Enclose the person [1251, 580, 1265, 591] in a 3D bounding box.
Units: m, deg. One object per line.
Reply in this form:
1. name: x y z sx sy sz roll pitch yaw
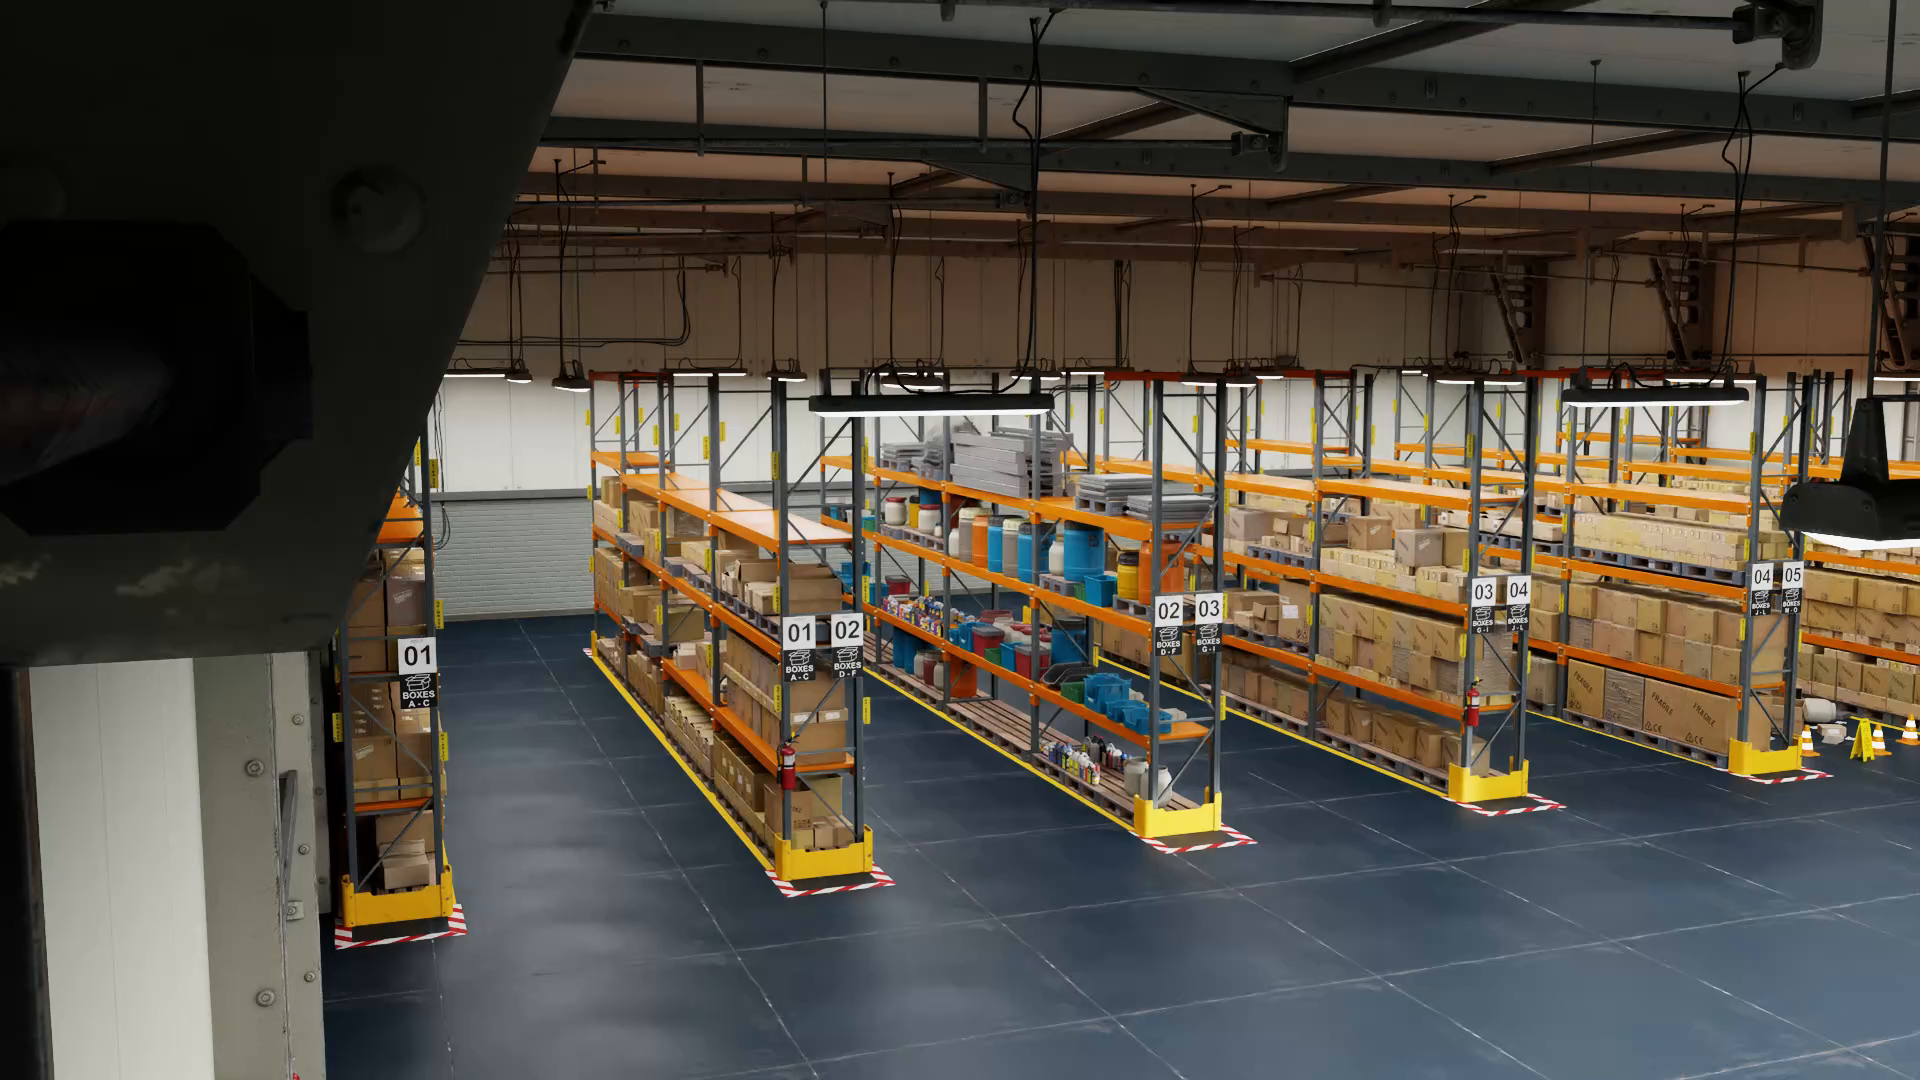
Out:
1. person: 7.486 0.892 41.849 0.564 1.559 0.569 -2 7 -20
